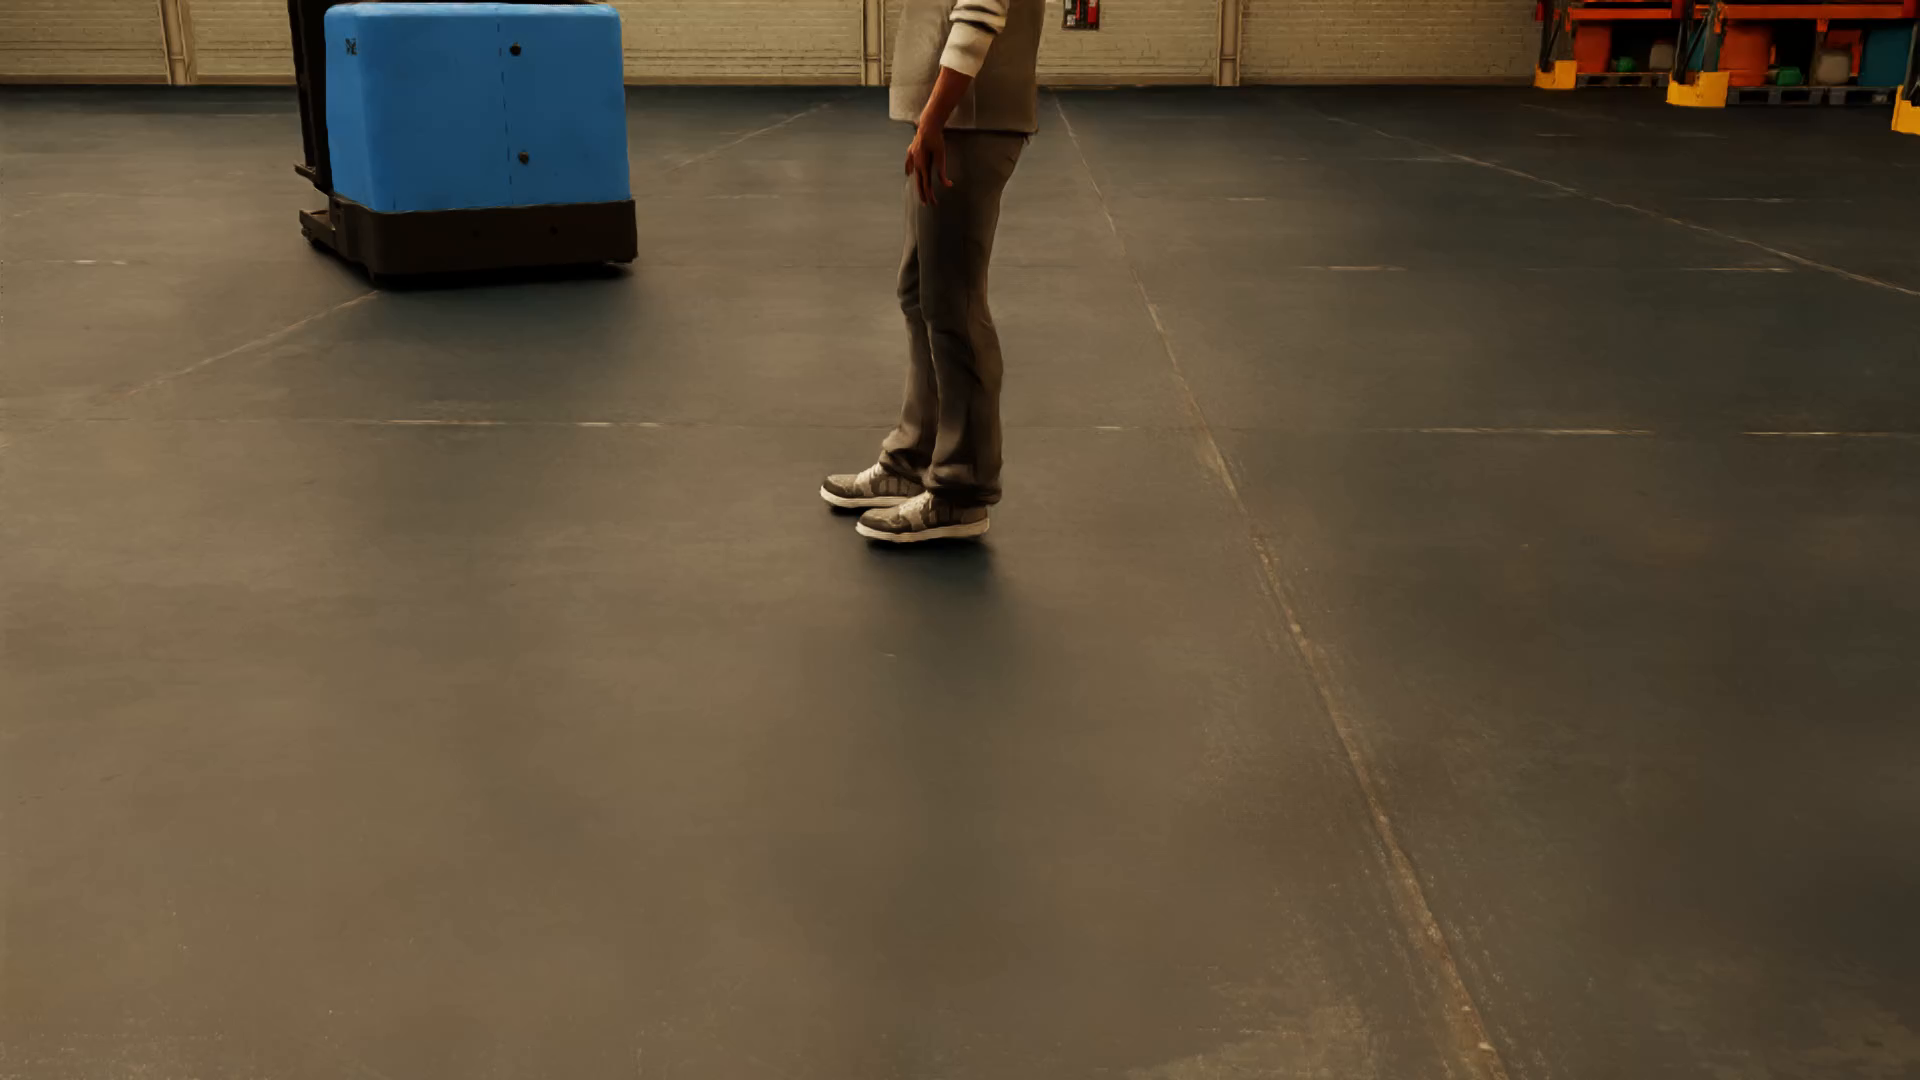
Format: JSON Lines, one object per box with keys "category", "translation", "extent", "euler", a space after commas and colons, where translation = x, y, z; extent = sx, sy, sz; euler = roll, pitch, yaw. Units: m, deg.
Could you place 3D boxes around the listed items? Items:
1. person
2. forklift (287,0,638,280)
{"category": "person", "translation": [-0.074, -0.774, 3.148], "extent": [0.474, 1.597, 0.521], "euler": [1, 17, 2]}
{"category": "forklift", "translation": [-2.490, -2.815, 7.494], "extent": [1.130, 2.935, 3.031], "euler": [-9, 19, -27]}
